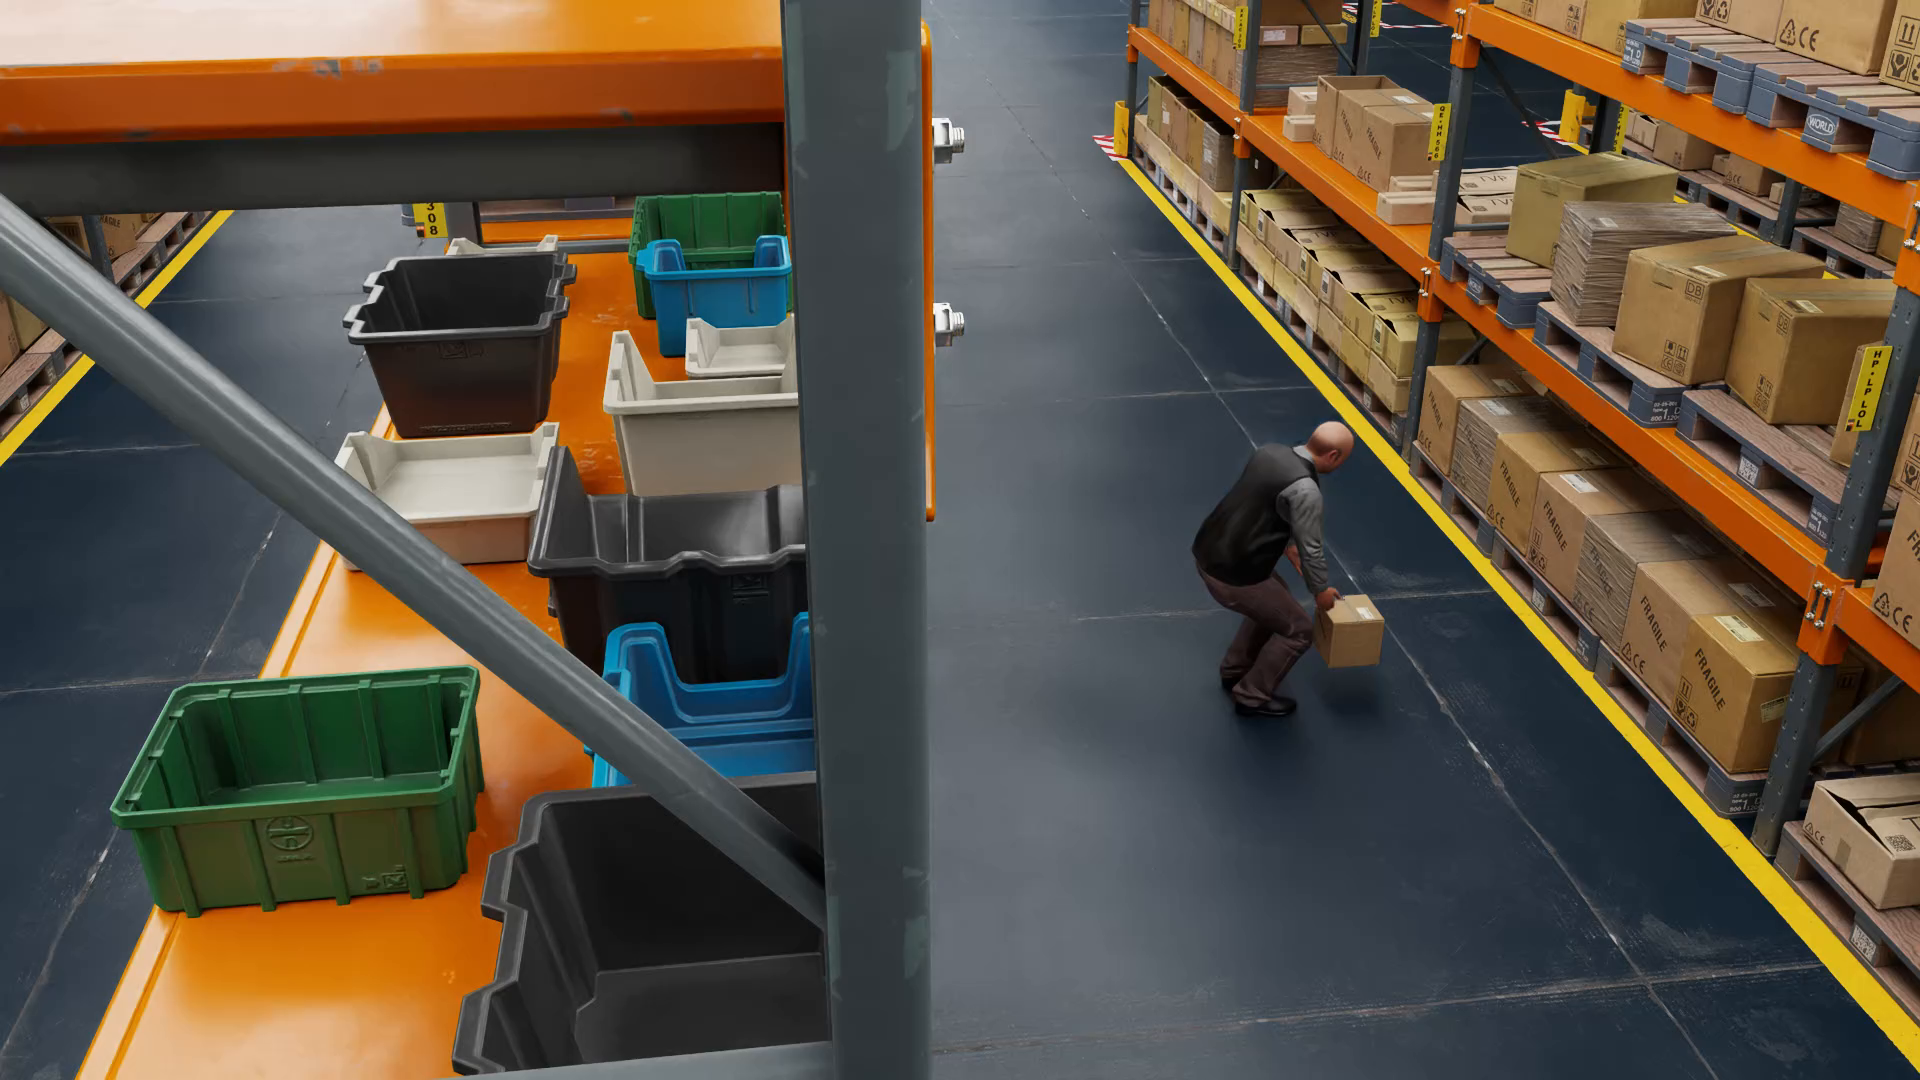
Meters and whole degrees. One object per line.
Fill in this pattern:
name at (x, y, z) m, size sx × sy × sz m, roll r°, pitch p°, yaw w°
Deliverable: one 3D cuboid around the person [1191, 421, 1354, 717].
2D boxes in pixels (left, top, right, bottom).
person at (1.436, 0.116, 7.773) m, size 0.708 × 1.405 × 0.592 m, roll -4°, pitch 27°, yaw -7°
